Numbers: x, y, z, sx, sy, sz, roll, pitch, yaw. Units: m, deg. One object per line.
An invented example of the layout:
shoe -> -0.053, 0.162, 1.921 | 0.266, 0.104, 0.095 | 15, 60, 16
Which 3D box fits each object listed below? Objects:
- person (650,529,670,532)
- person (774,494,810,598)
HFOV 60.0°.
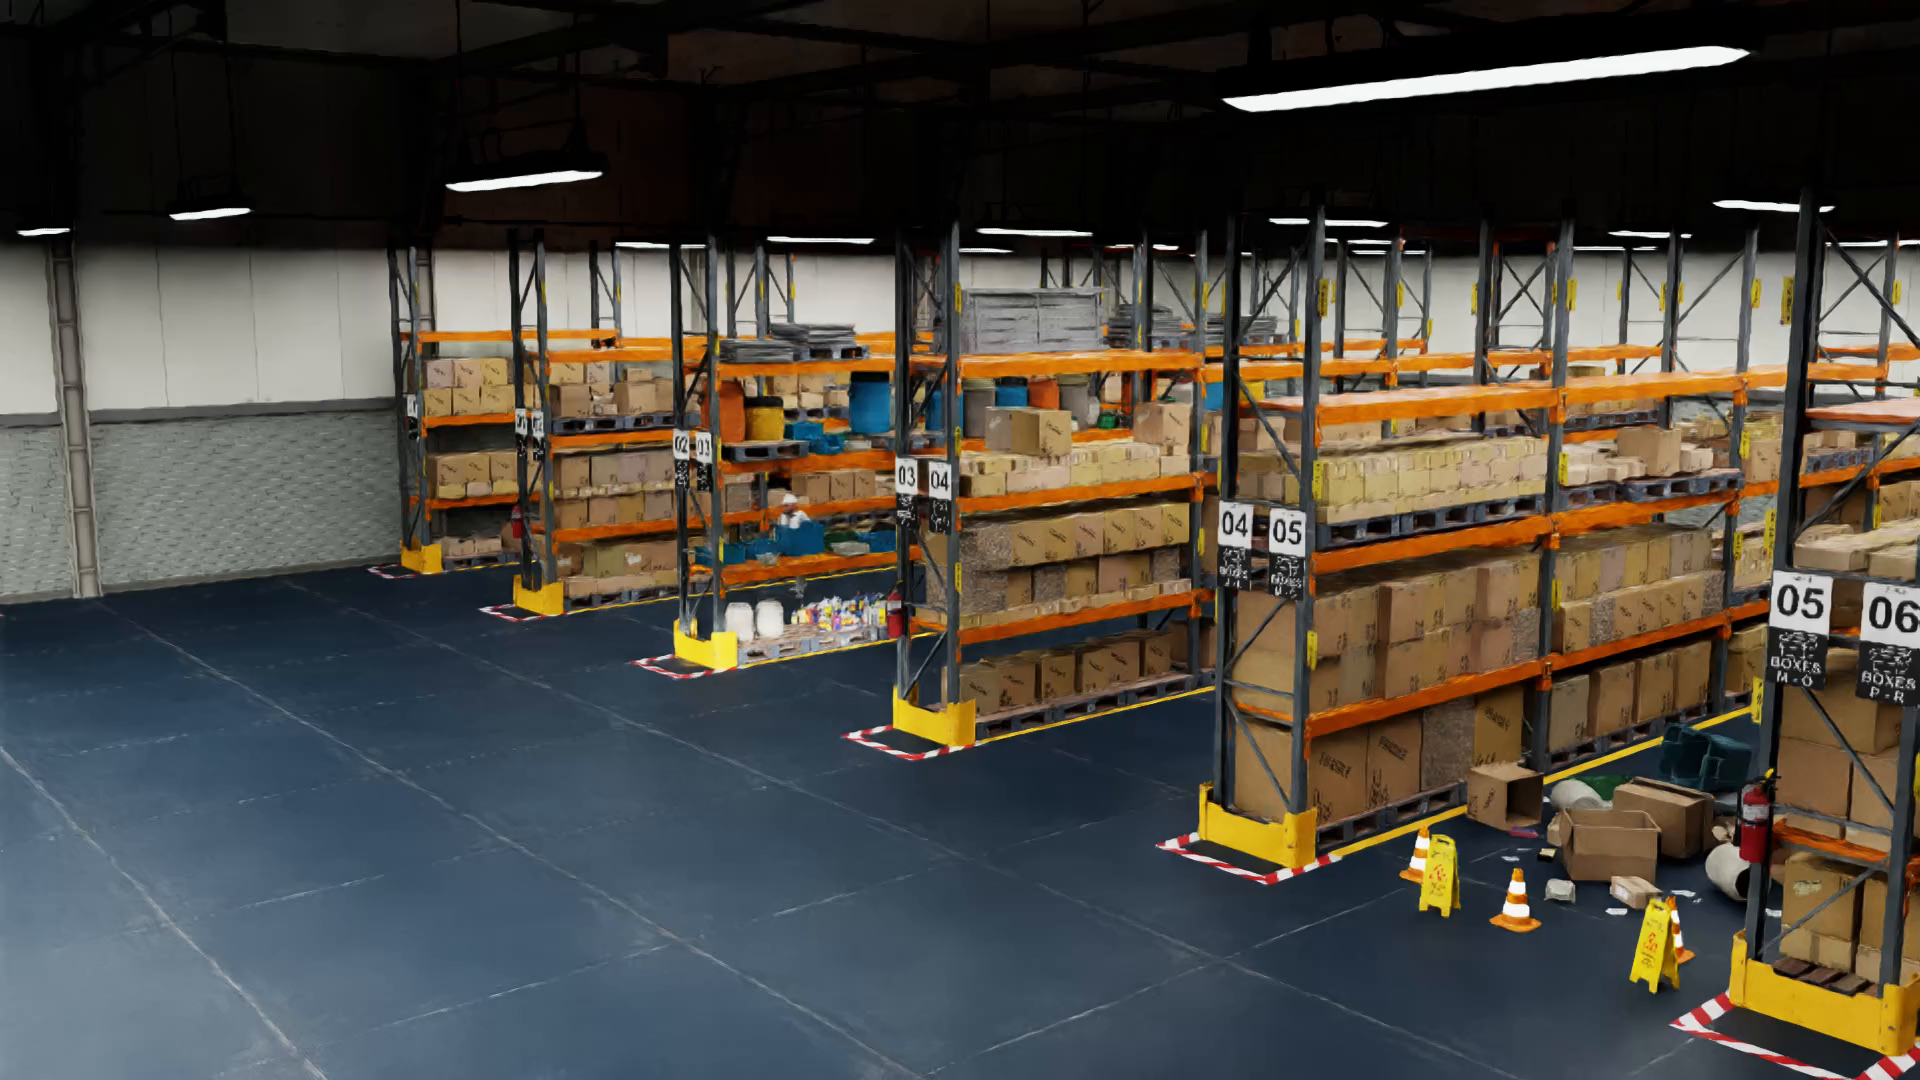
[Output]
person -> -5.461, -0.284, 30.162 | 0.535, 1.675, 0.682 | -8, 12, -42
person -> -2.725, 0.072, 27.668 | 0.674, 1.716, 0.841 | 6, 10, 32
